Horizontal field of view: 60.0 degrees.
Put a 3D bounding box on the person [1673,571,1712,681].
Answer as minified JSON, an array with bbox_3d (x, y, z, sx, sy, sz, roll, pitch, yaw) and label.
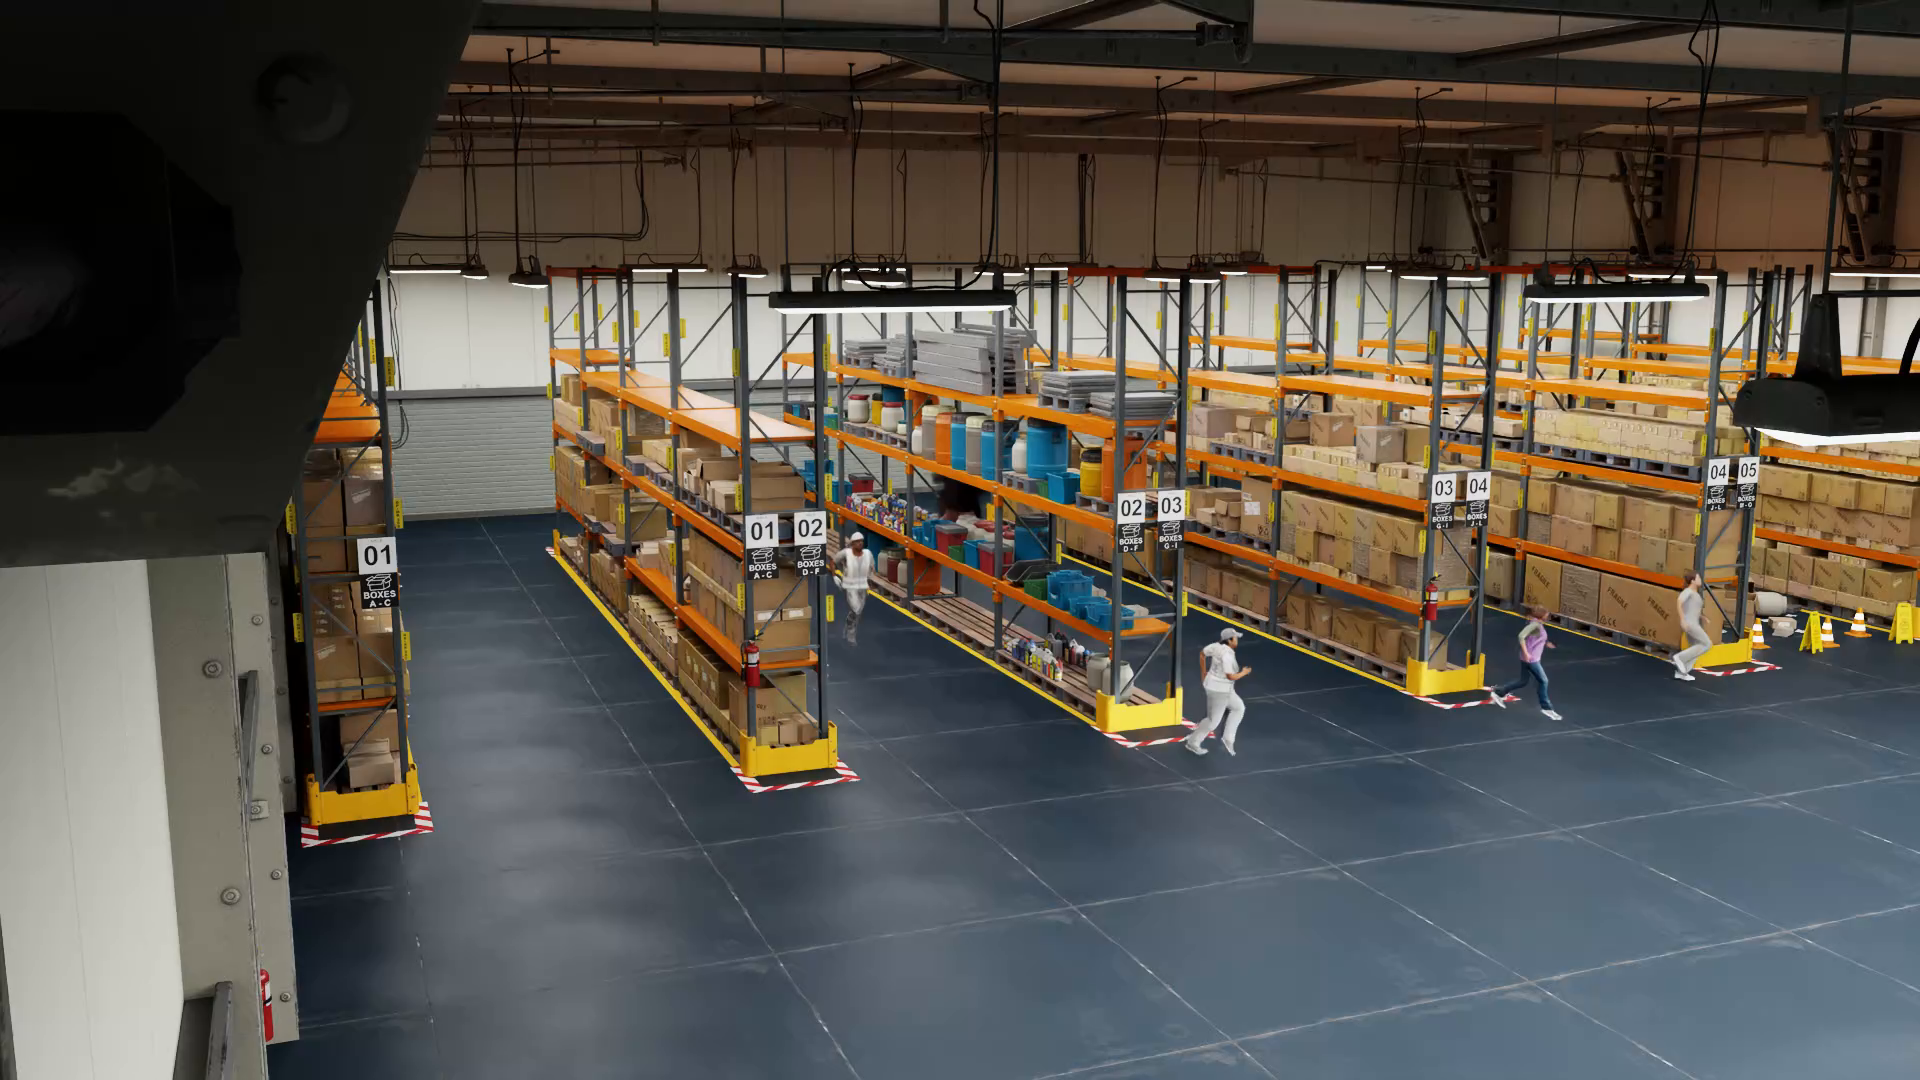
[{"bbox_3d":[10.947,1.272,24.751,0.506,1.594,0.590,6,12,31],"label":"person"}]

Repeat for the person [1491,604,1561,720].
[{"bbox_3d":[7.740,1.642,22.646,0.931,1.599,0.557,3,10,17],"label":"person"}]

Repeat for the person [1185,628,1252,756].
[{"bbox_3d":[3.245,1.927,20.903,0.811,1.675,0.628,0,10,-2],"label":"person"}]

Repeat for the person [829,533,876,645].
[{"bbox_3d":[-1.615,0.752,25.770,0.666,1.758,0.736,-6,12,-31],"label":"person"}]
